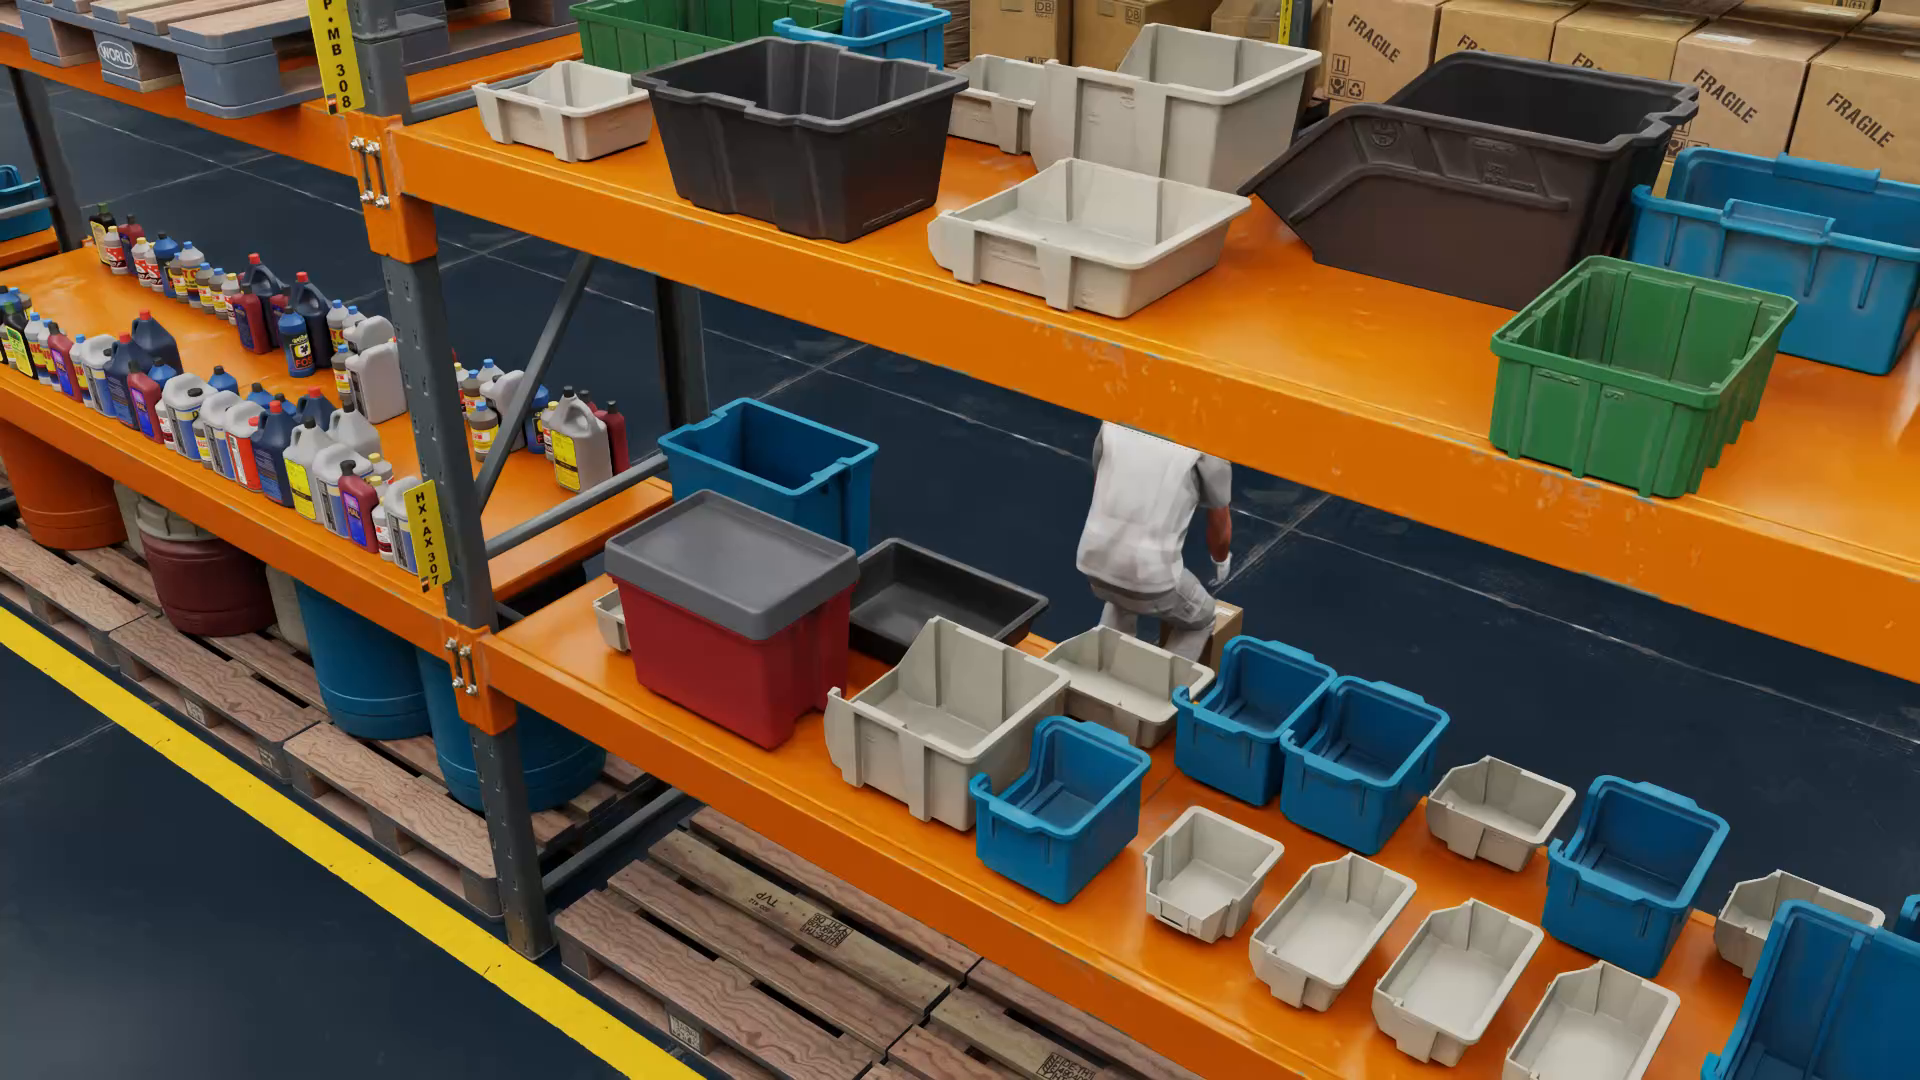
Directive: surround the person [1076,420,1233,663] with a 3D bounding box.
[{"bbox_3d":[0.724,0.036,6.359,0.582,1.471,0.731,21,37,32],"label":"person"}]
